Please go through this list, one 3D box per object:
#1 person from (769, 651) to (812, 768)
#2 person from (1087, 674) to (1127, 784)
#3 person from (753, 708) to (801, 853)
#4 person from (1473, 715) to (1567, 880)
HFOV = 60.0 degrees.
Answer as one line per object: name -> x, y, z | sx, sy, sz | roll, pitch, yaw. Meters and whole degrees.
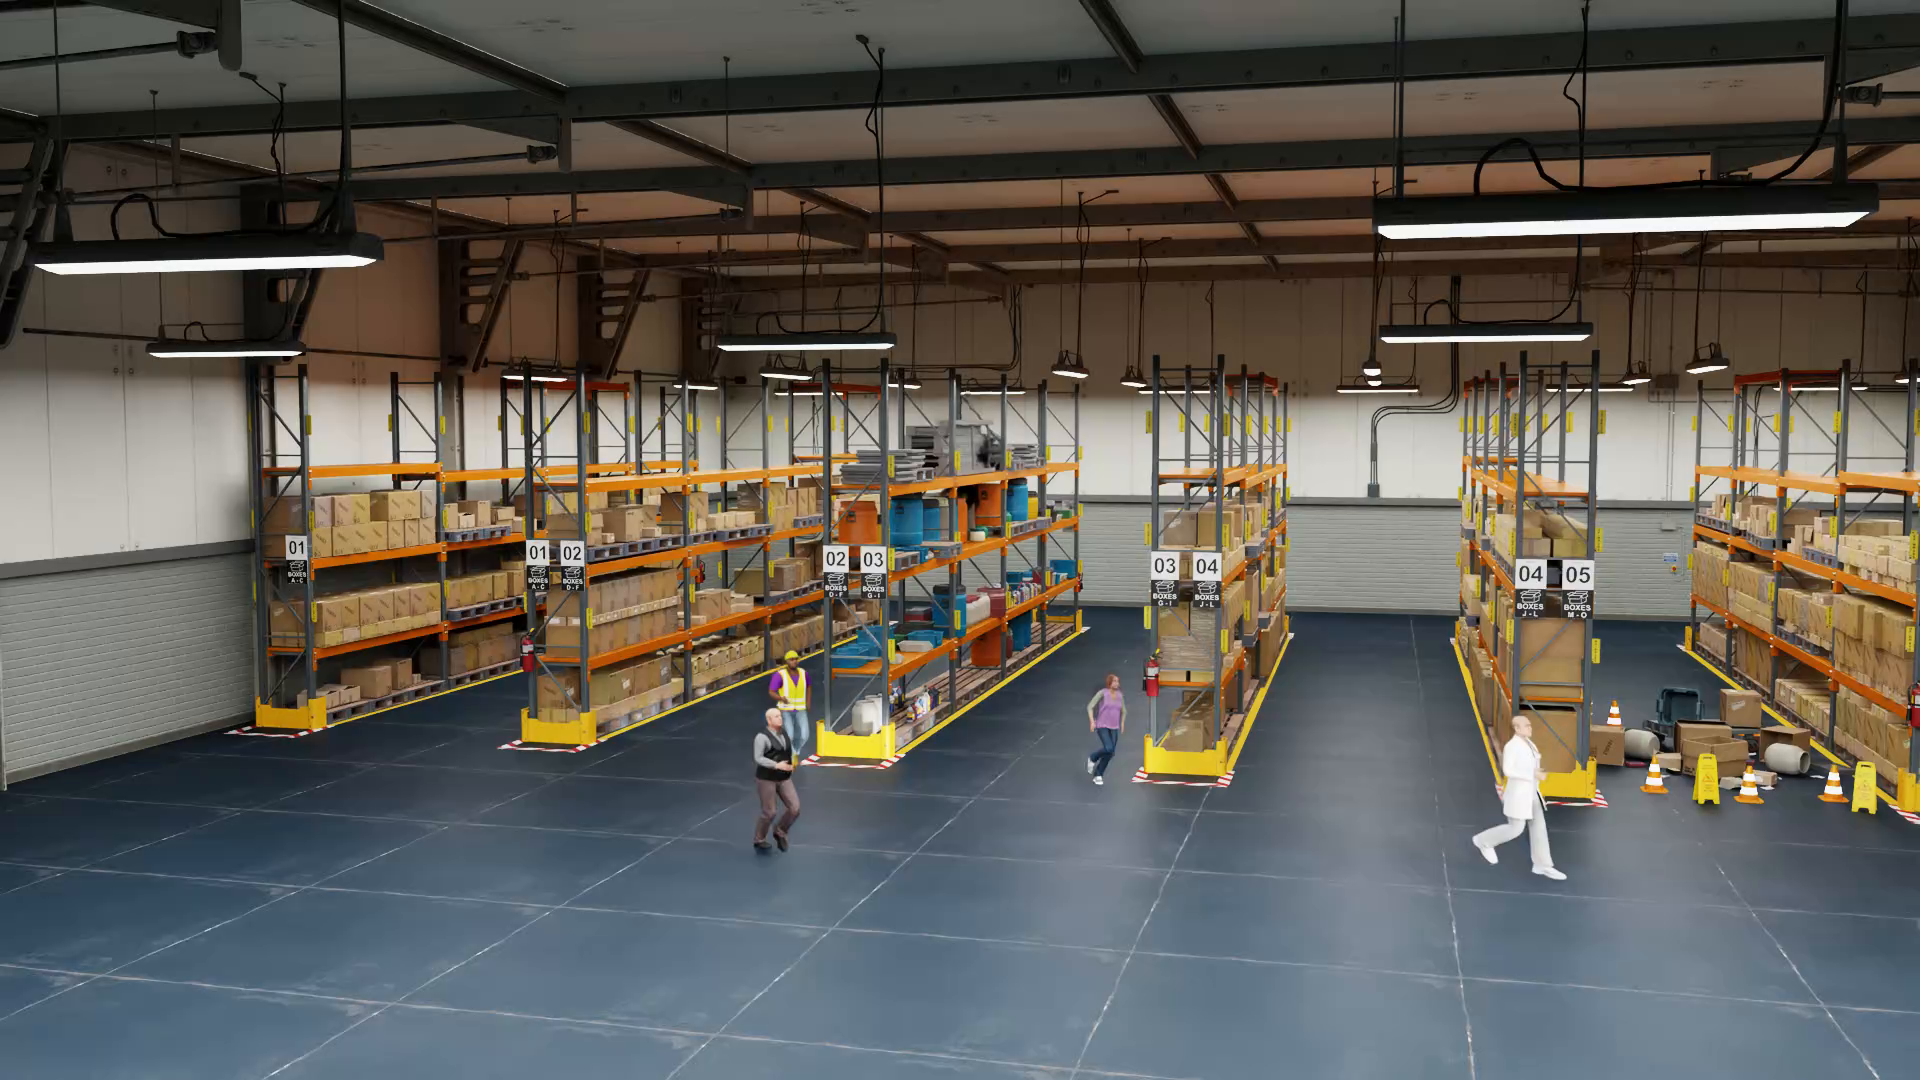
person -> -2.405, 2.470, 24.101 | 0.702, 1.735, 0.557 | -2, 4, -25
person -> 2.098, 2.637, 23.262 | 0.569, 1.523, 0.487 | -2, 4, -24
person -> -2.126, 2.821, 19.392 | 0.692, 1.742, 0.685 | 3, 5, 41
person -> 6.220, 2.824, 18.443 | 1.047, 1.768, 0.708 | 4, 5, 43
